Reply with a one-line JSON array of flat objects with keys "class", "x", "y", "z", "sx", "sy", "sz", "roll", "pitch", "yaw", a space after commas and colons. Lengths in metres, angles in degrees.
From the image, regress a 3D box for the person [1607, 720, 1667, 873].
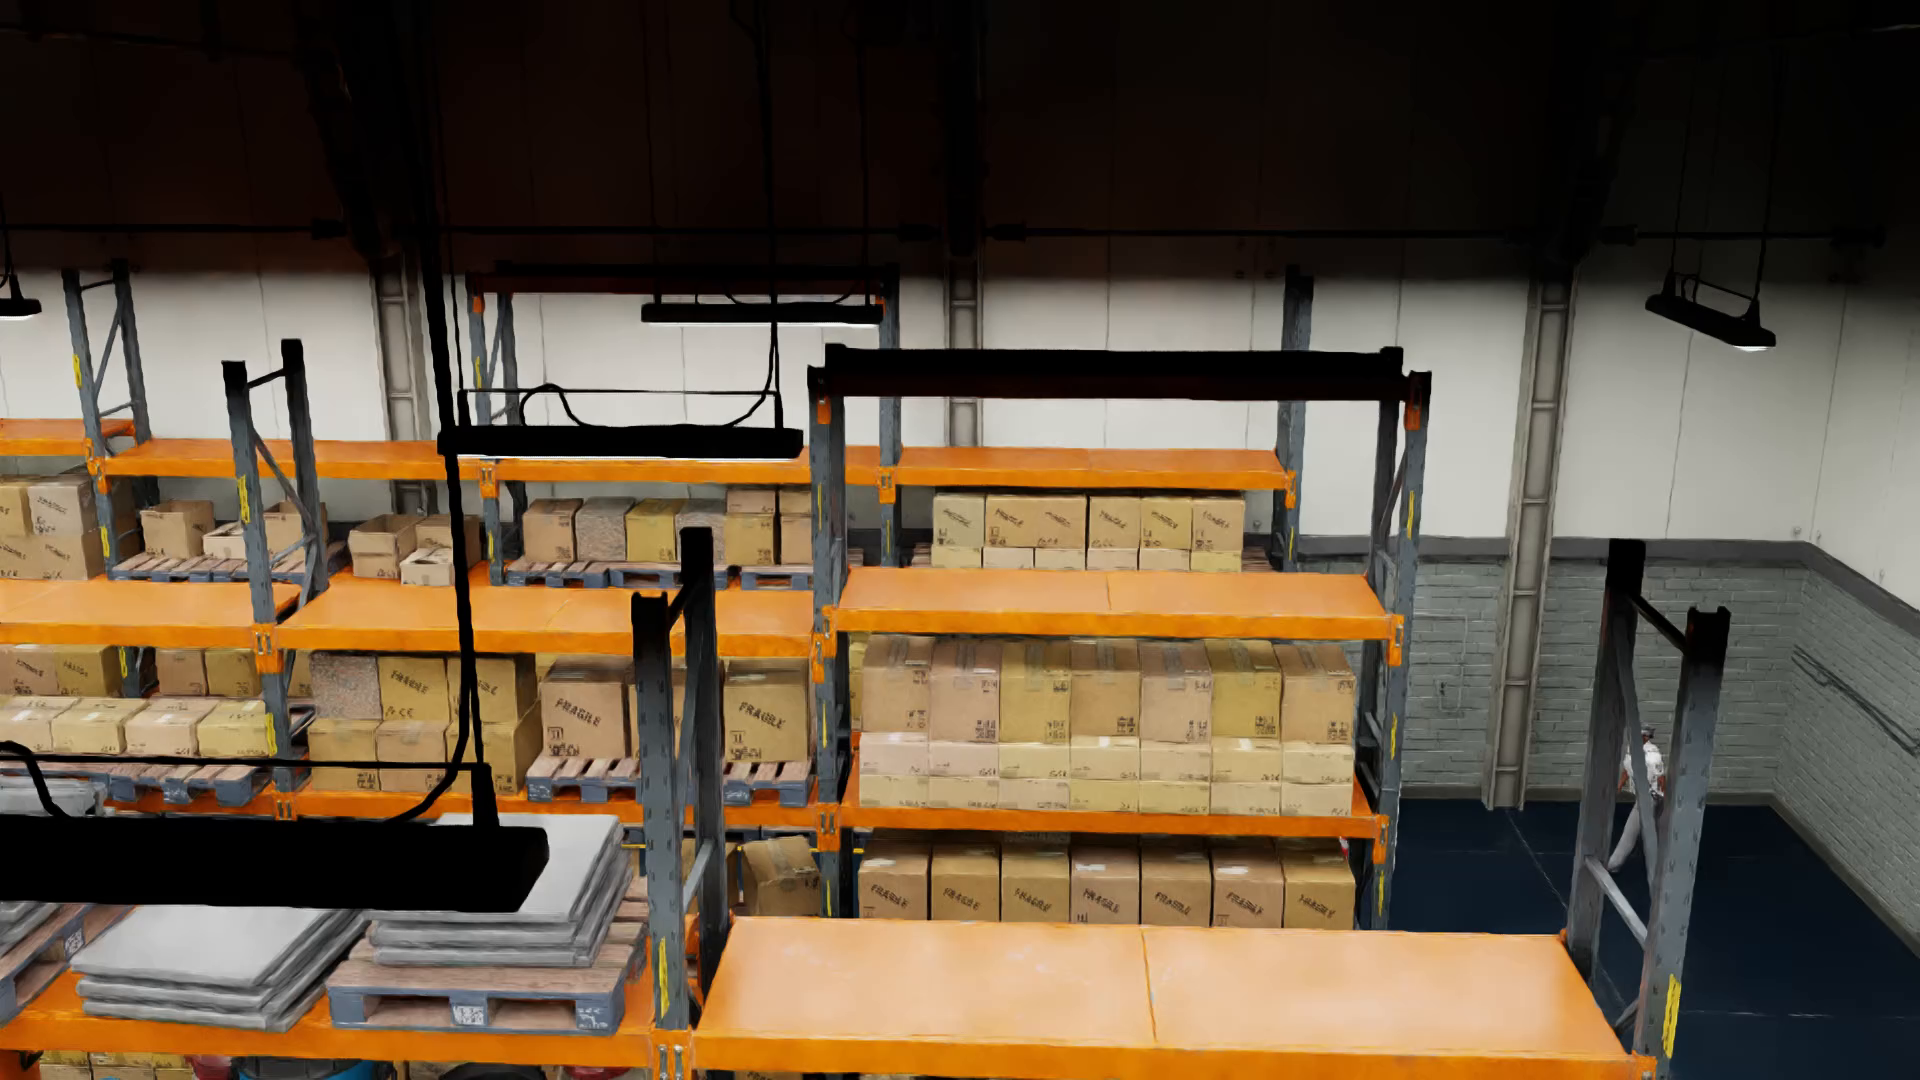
[{"class": "person", "x": 6.927, "y": 2.559, "z": 16.869, "sx": 1.060, "sy": 1.595, "sz": 0.470, "roll": -2, "pitch": 16, "yaw": -6}]
